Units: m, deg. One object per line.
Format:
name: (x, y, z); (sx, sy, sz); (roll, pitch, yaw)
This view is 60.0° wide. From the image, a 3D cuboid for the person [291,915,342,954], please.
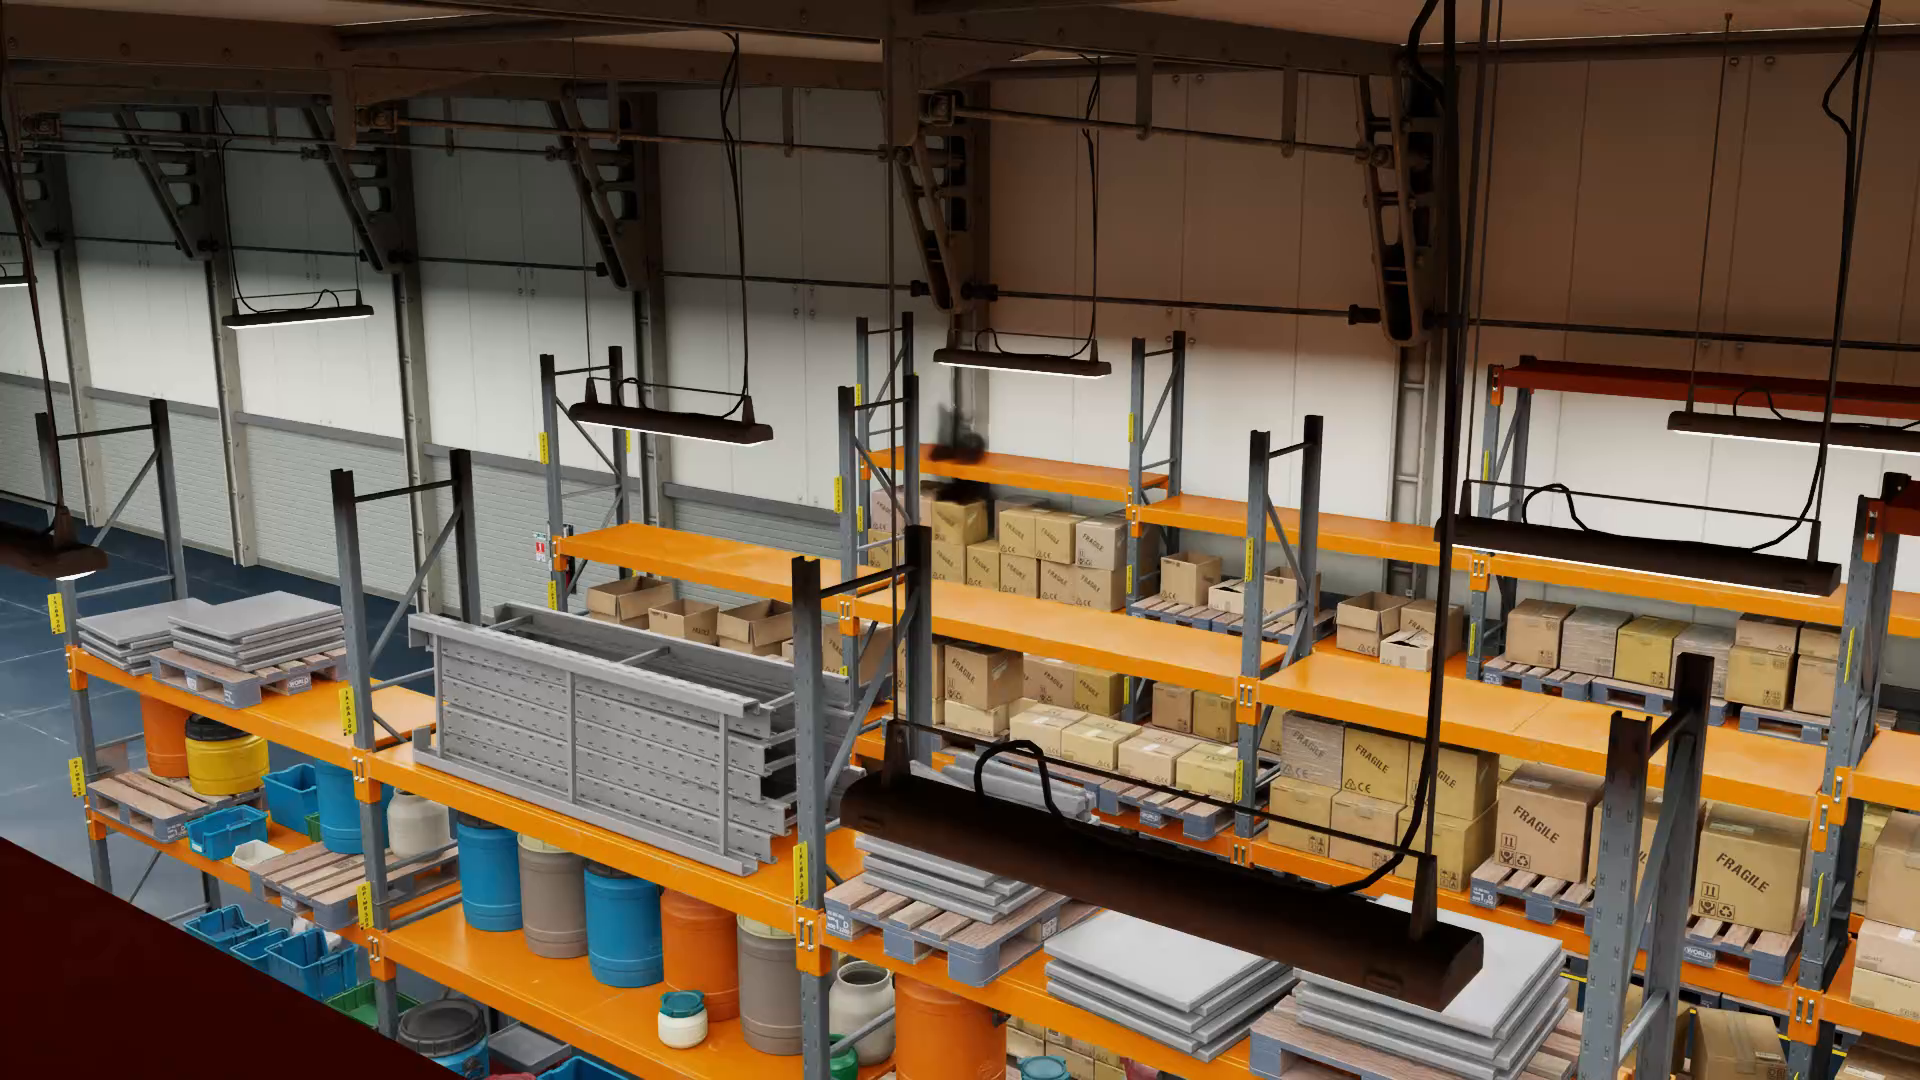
person: (-5.898, 3.762, 15.415); (0.856, 1.701, 0.638); (5, 14, 22)
